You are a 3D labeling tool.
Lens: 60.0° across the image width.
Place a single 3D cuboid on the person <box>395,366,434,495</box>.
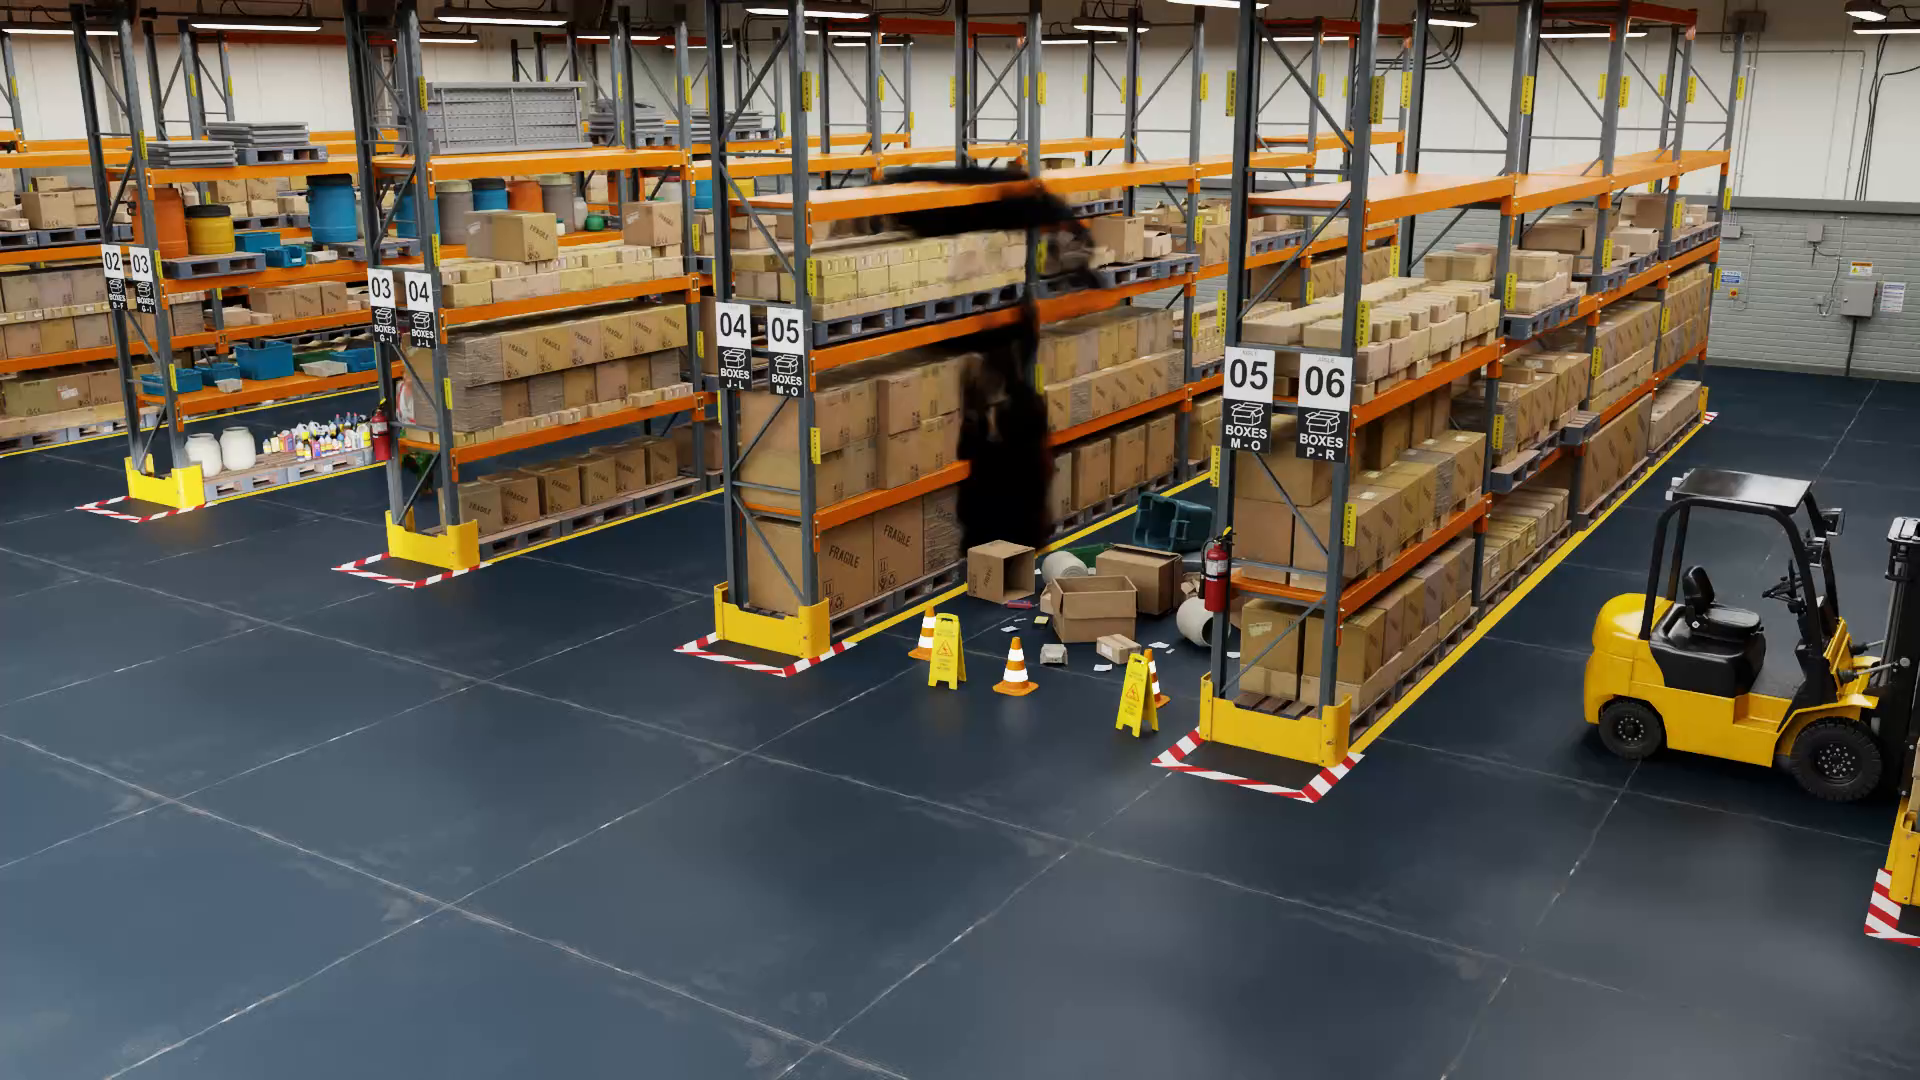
[{"bbox_3d":[-6.846,-1.359,20.811,0.707,1.727,0.740,4,16,13],"label":"person"}]
